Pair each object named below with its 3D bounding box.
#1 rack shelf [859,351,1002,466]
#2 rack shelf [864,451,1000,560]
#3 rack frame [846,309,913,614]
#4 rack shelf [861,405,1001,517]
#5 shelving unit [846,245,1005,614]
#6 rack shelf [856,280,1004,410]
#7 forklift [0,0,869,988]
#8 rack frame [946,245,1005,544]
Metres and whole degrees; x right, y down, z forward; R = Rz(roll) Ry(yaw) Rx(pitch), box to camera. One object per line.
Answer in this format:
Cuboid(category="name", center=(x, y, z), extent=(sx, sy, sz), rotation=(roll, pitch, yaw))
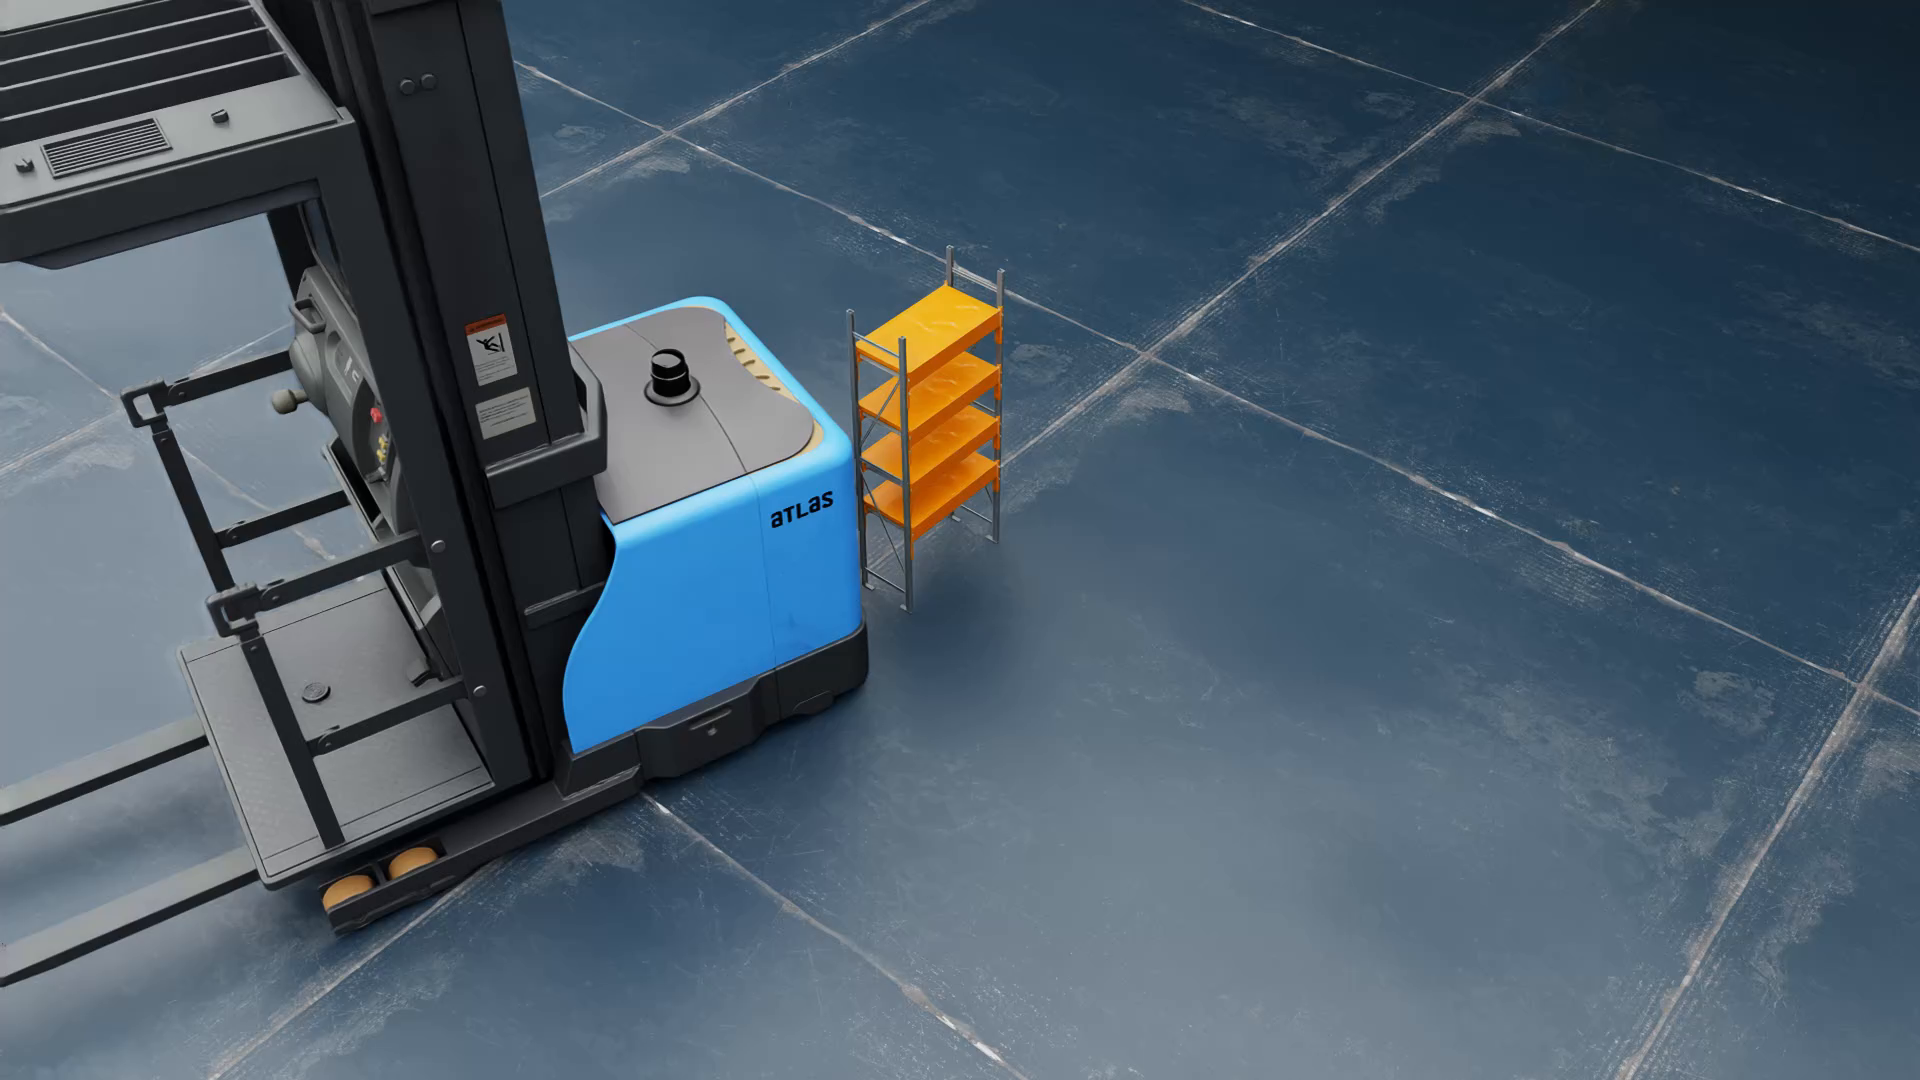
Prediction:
Cuboid(category="rack shelf", center=(-0.107, -0.474, 5.647), extent=(0.258, 0.148, 0.480), rotation=(29, 50, 28))
Cuboid(category="rack shelf", center=(-0.107, -0.162, 5.931), extent=(0.258, 0.148, 0.480), rotation=(29, 50, 28))
Cuboid(category="rack frame", center=(-0.264, -0.233, 5.614), extent=(0.240, 1.200, 0.015), rotation=(29, 50, 28))
Cuboid(category="rack shelf", center=(-0.107, -0.309, 5.798), extent=(0.258, 0.148, 0.480), rotation=(29, 50, 28))
Cuboid(category="shelving unit", center=(-0.107, -0.359, 5.753), extent=(0.258, 1.200, 0.503), rotation=(29, 50, 28))
Cuboid(category="rack shelf", center=(-0.107, -0.649, 5.488), extent=(0.258, 0.148, 0.480), rotation=(29, 50, 28))
Cuboid(category="forklift", center=(-1.831, -0.330, 4.434), extent=(3.031, 2.935, 1.130), rotation=(-23, 47, -23))
Cuboid(category="rack frame", center=(0.051, -0.484, 5.891), extent=(0.240, 1.200, 0.015), rotation=(29, 50, 28))
